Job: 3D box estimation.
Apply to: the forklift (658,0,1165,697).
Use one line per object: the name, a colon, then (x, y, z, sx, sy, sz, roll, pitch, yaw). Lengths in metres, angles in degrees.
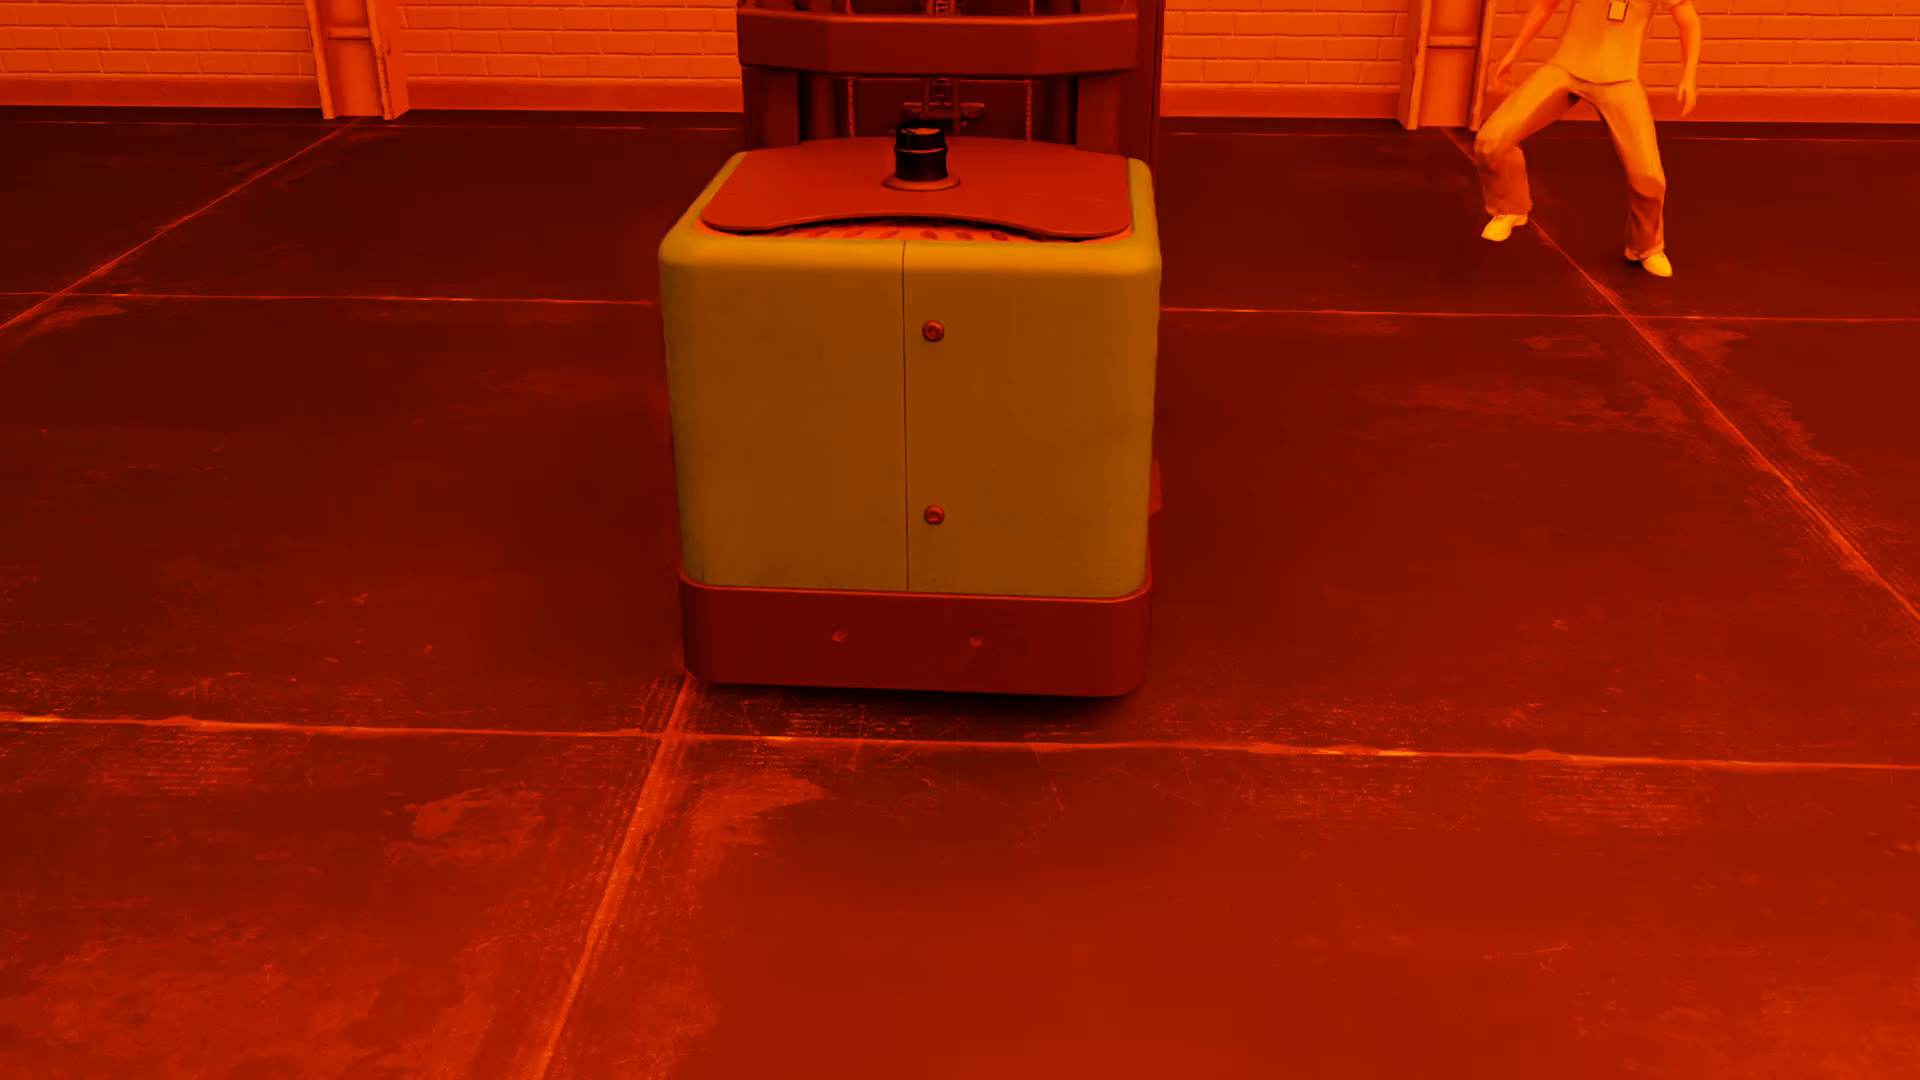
forklift: (-0.005, -1.585, 4.421, 1.130, 2.935, 3.031, 2, 26, 4)

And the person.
person: (2.493, -1.819, 6.477, 0.835, 1.563, 0.618, 21, 33, 36)
